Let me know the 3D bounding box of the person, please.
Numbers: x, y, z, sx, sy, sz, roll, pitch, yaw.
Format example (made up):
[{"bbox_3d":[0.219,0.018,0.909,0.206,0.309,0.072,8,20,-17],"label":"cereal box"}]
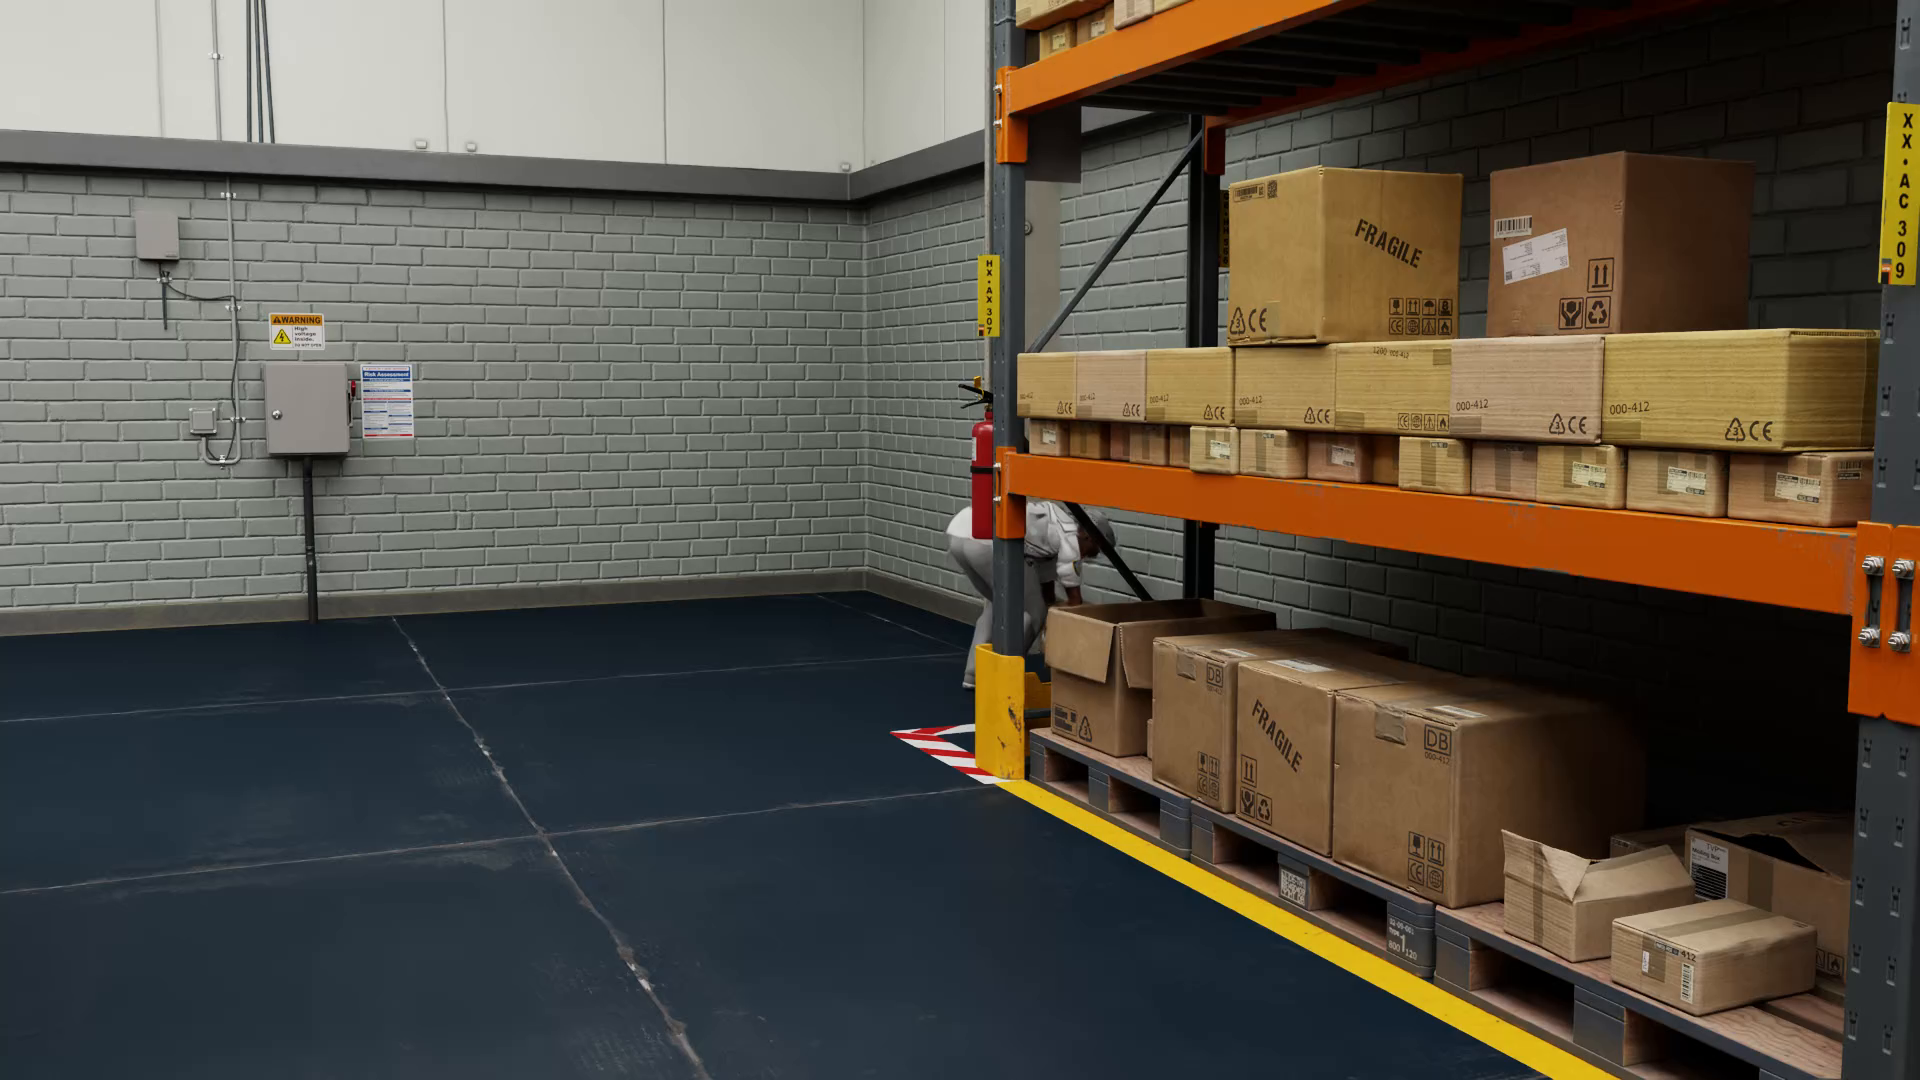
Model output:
[{"bbox_3d":[0.384,0.280,8.575,0.932,1.000,0.449,-3,6,-26],"label":"person"}]
